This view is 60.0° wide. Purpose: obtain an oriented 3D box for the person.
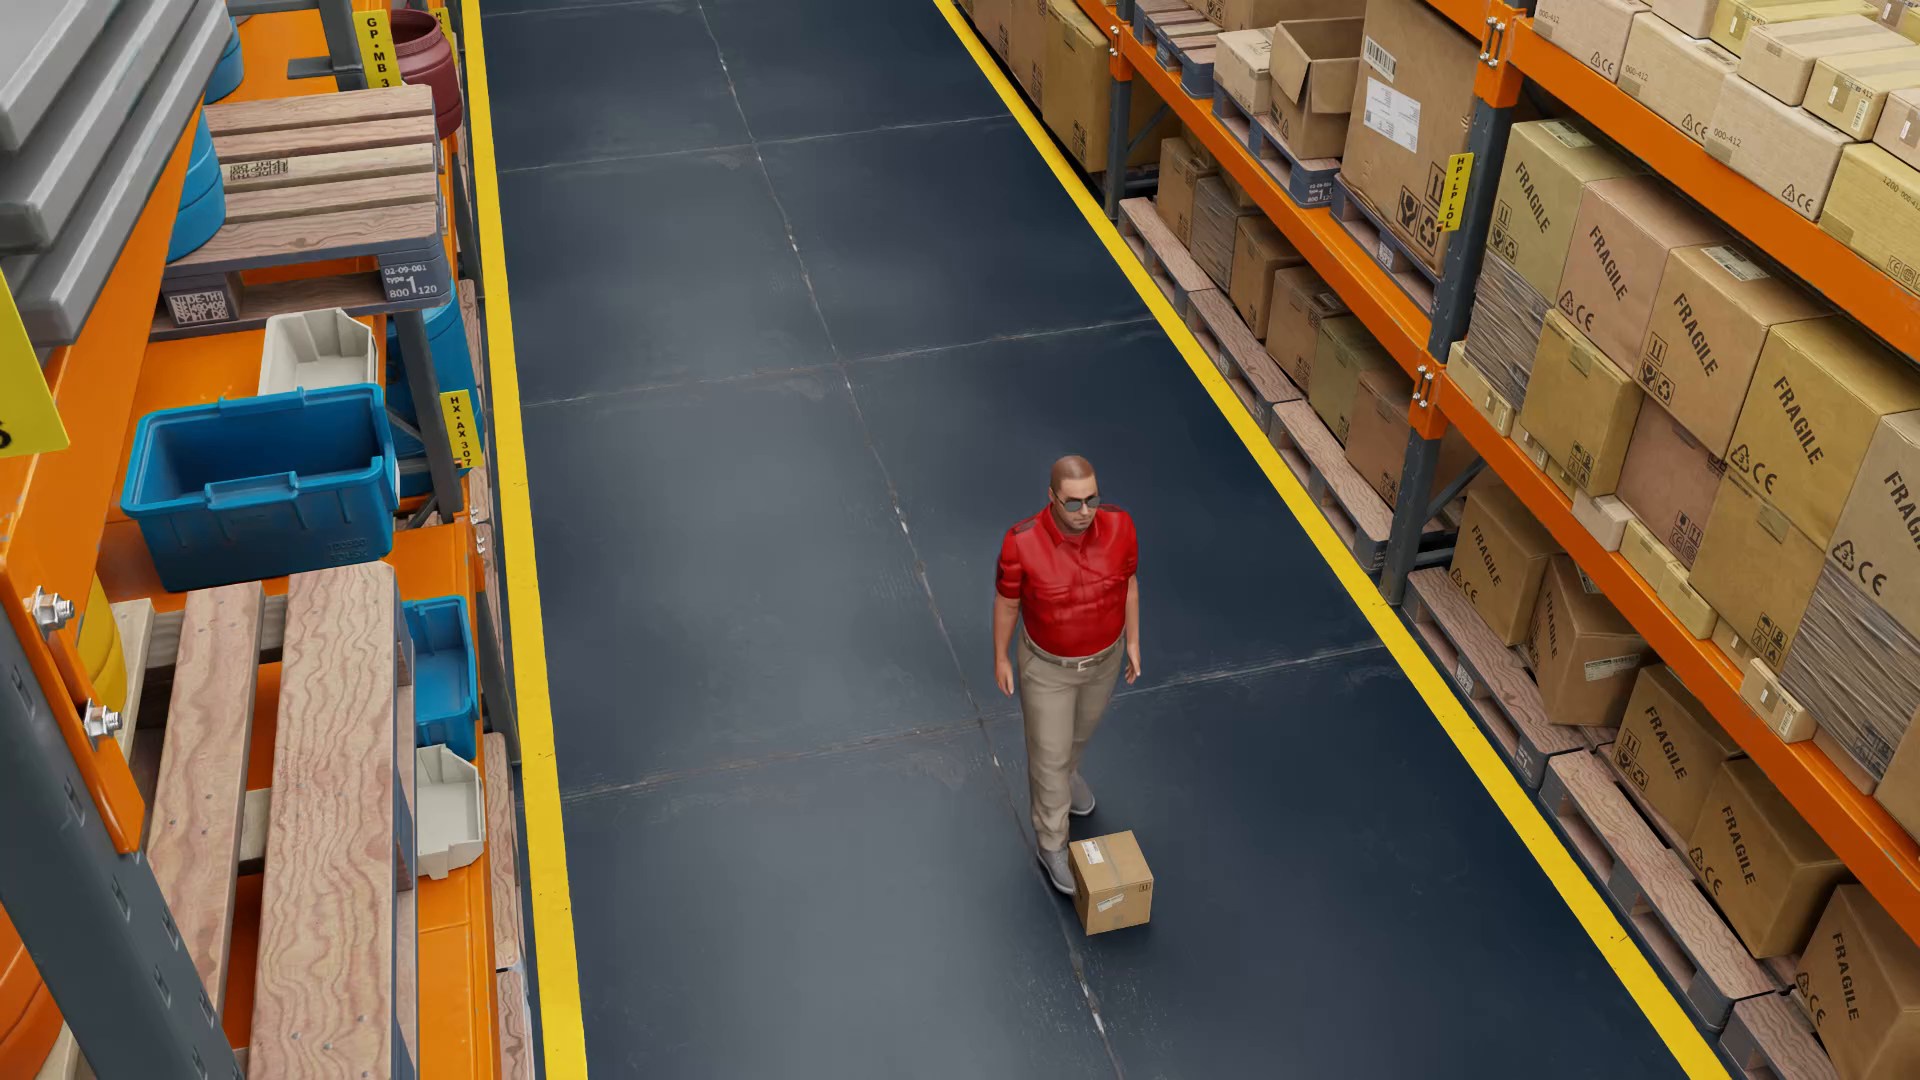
[{"bbox_3d":[0.447,0.487,6.105,0.553,1.718,0.733,-13,40,-16],"label":"person"}]
